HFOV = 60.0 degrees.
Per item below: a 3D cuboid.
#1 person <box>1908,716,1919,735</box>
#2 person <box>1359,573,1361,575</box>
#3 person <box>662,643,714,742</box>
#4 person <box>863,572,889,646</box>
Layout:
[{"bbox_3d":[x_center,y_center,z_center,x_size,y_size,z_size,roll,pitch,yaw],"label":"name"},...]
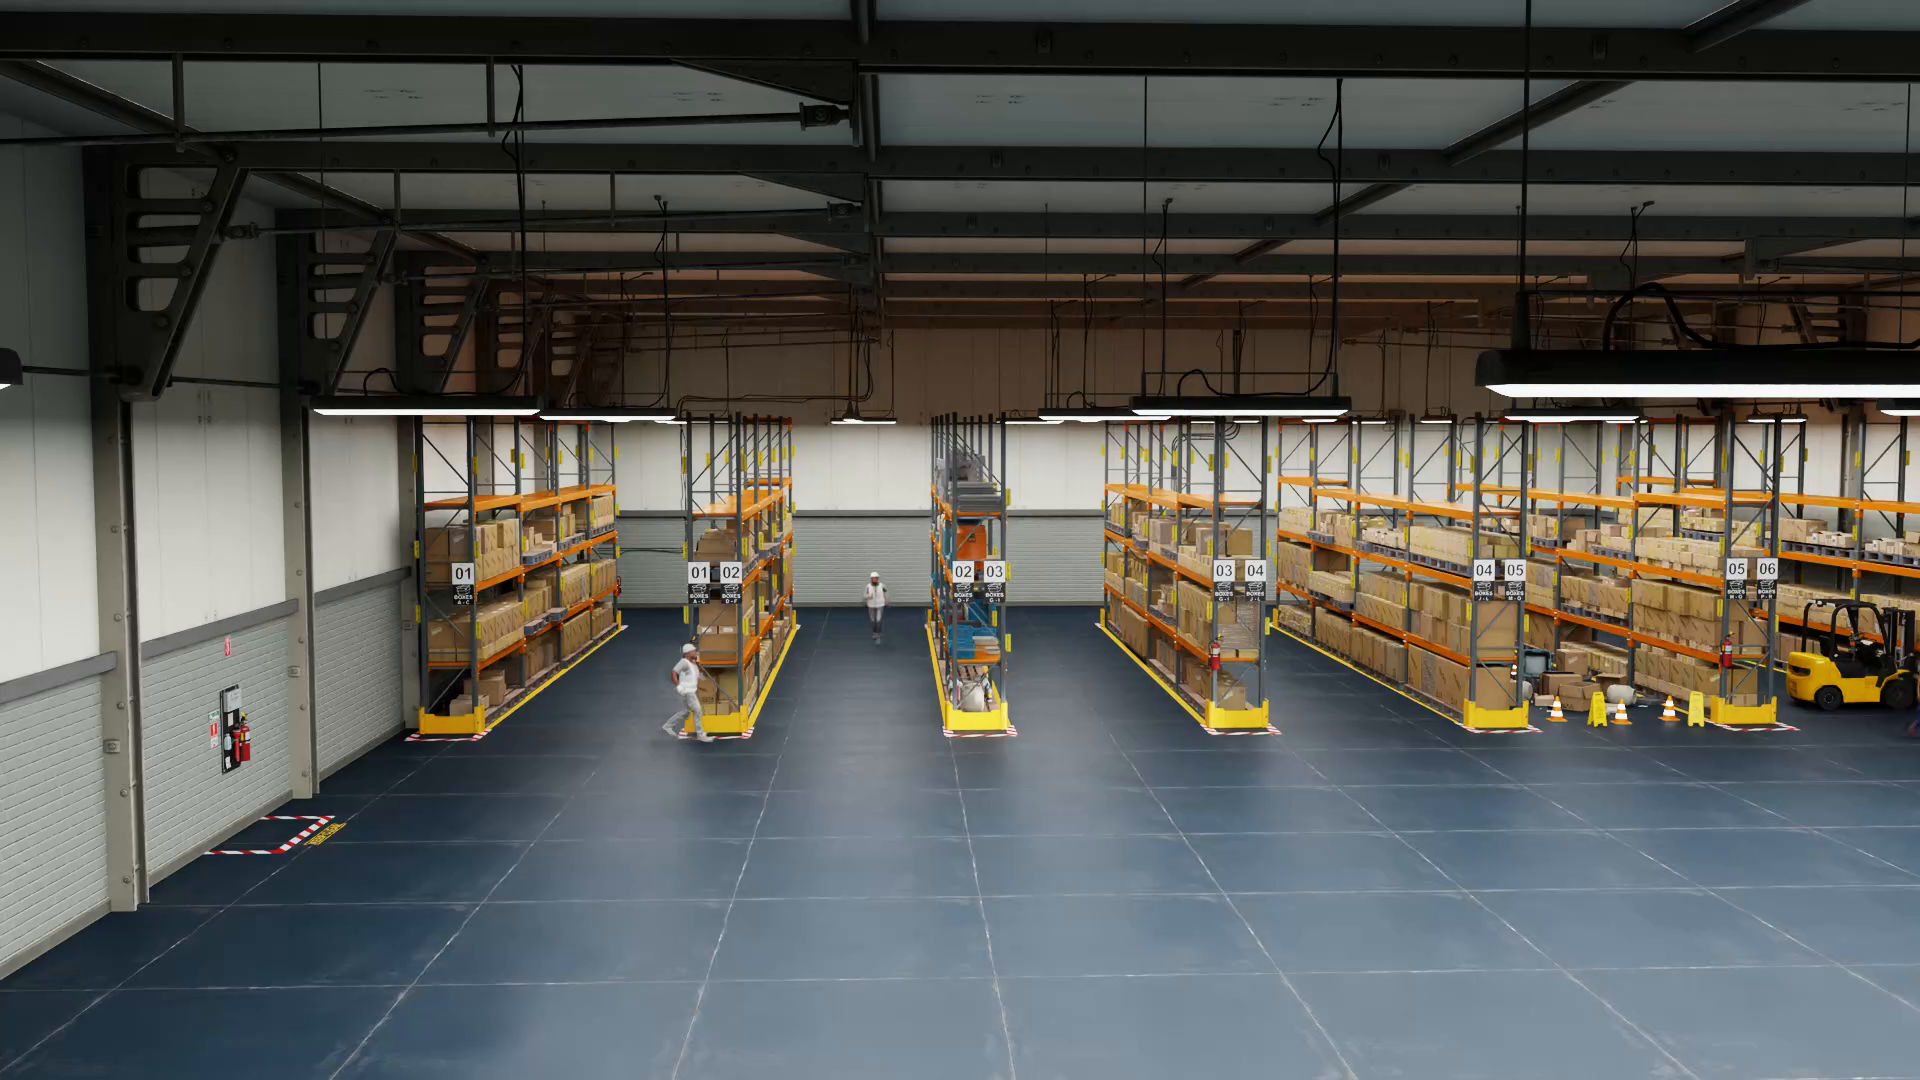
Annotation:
[{"bbox_3d":[17.822,2.861,30.385,0.698,1.585,0.563,0,4,0],"label":"person"},{"bbox_3d":[11.260,1.725,46.977,0.577,1.622,0.688,-1,4,-16],"label":"person"},{"bbox_3d":[-4.953,2.772,30.227,0.957,1.791,0.715,0,4,3],"label":"person"},{"bbox_3d":[-2.157,1.742,42.462,0.611,1.860,0.830,0,4,5],"label":"person"}]
